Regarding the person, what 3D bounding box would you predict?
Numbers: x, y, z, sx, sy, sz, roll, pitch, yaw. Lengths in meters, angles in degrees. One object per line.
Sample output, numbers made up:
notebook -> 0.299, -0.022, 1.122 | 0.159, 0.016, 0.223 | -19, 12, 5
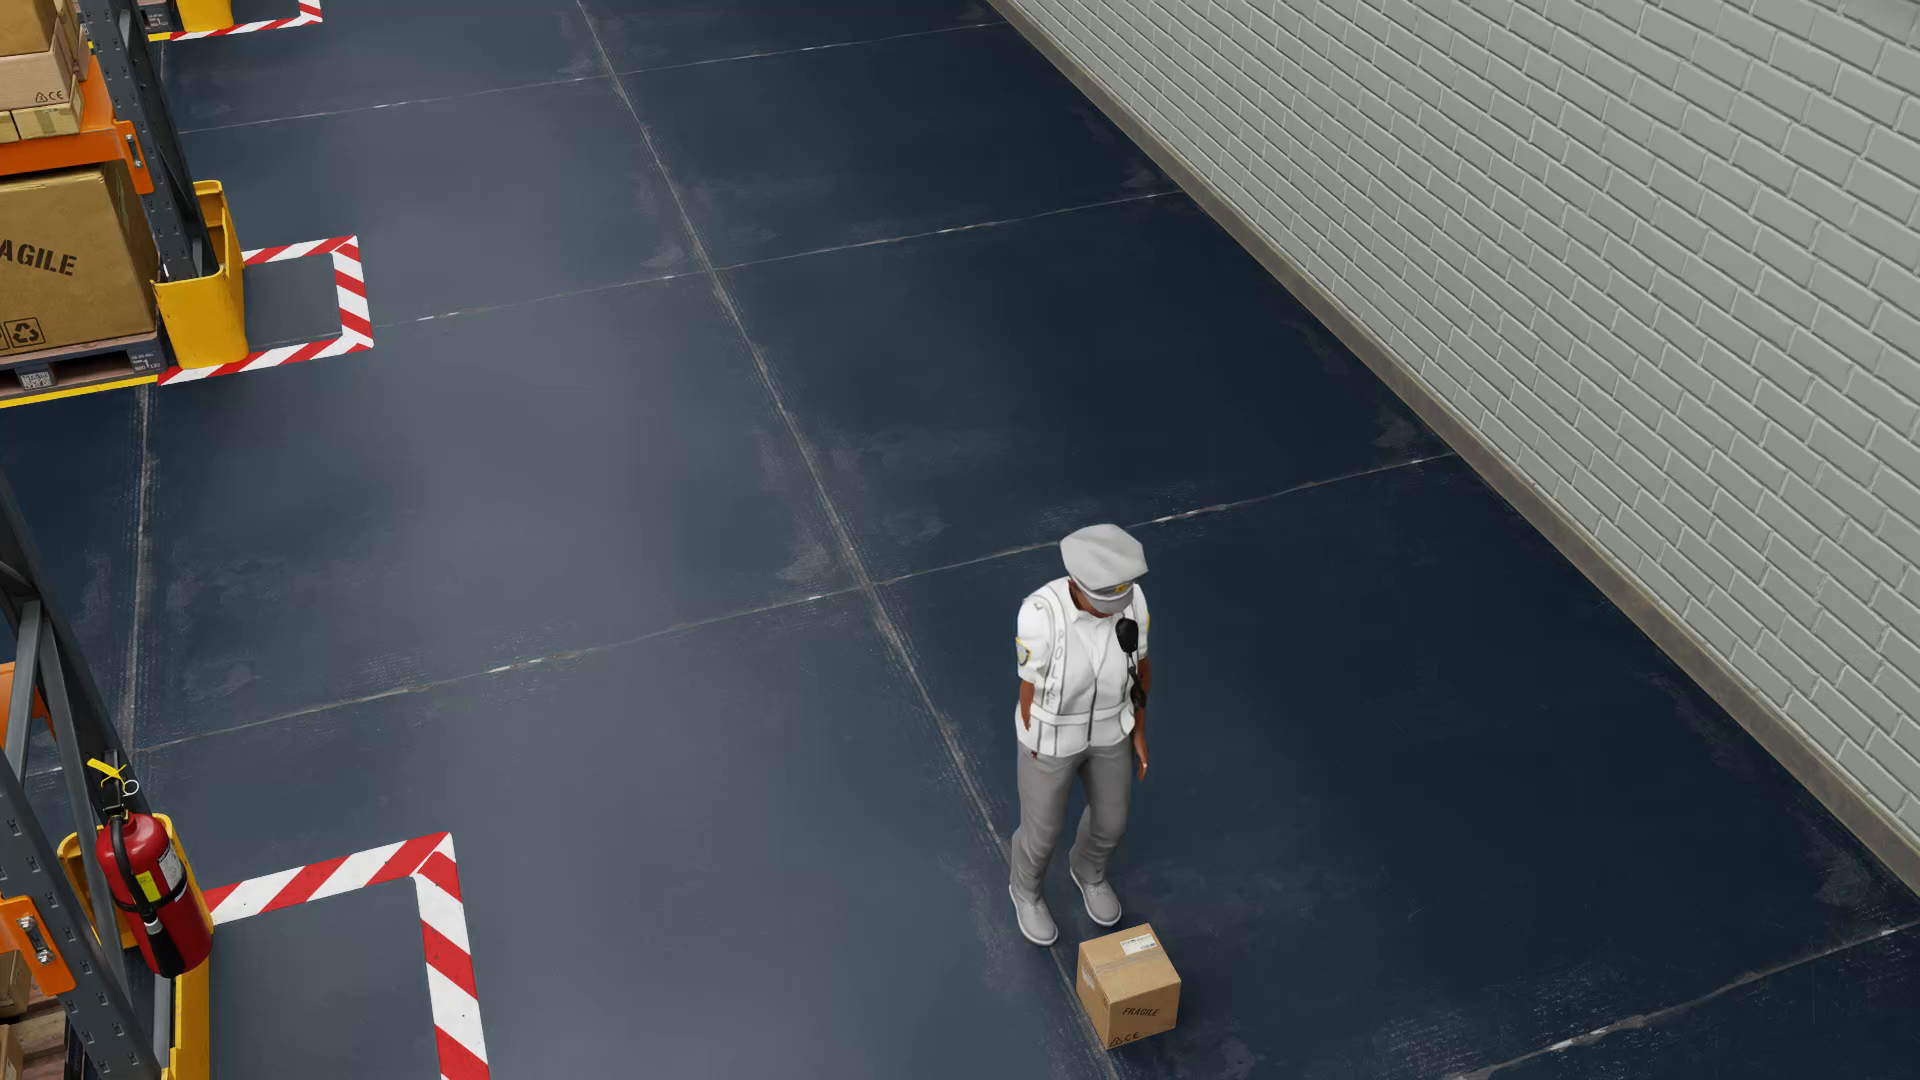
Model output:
person -> 0.395, 0.635, 5.359 | 0.444, 1.648, 0.366 | -12, 39, -15
